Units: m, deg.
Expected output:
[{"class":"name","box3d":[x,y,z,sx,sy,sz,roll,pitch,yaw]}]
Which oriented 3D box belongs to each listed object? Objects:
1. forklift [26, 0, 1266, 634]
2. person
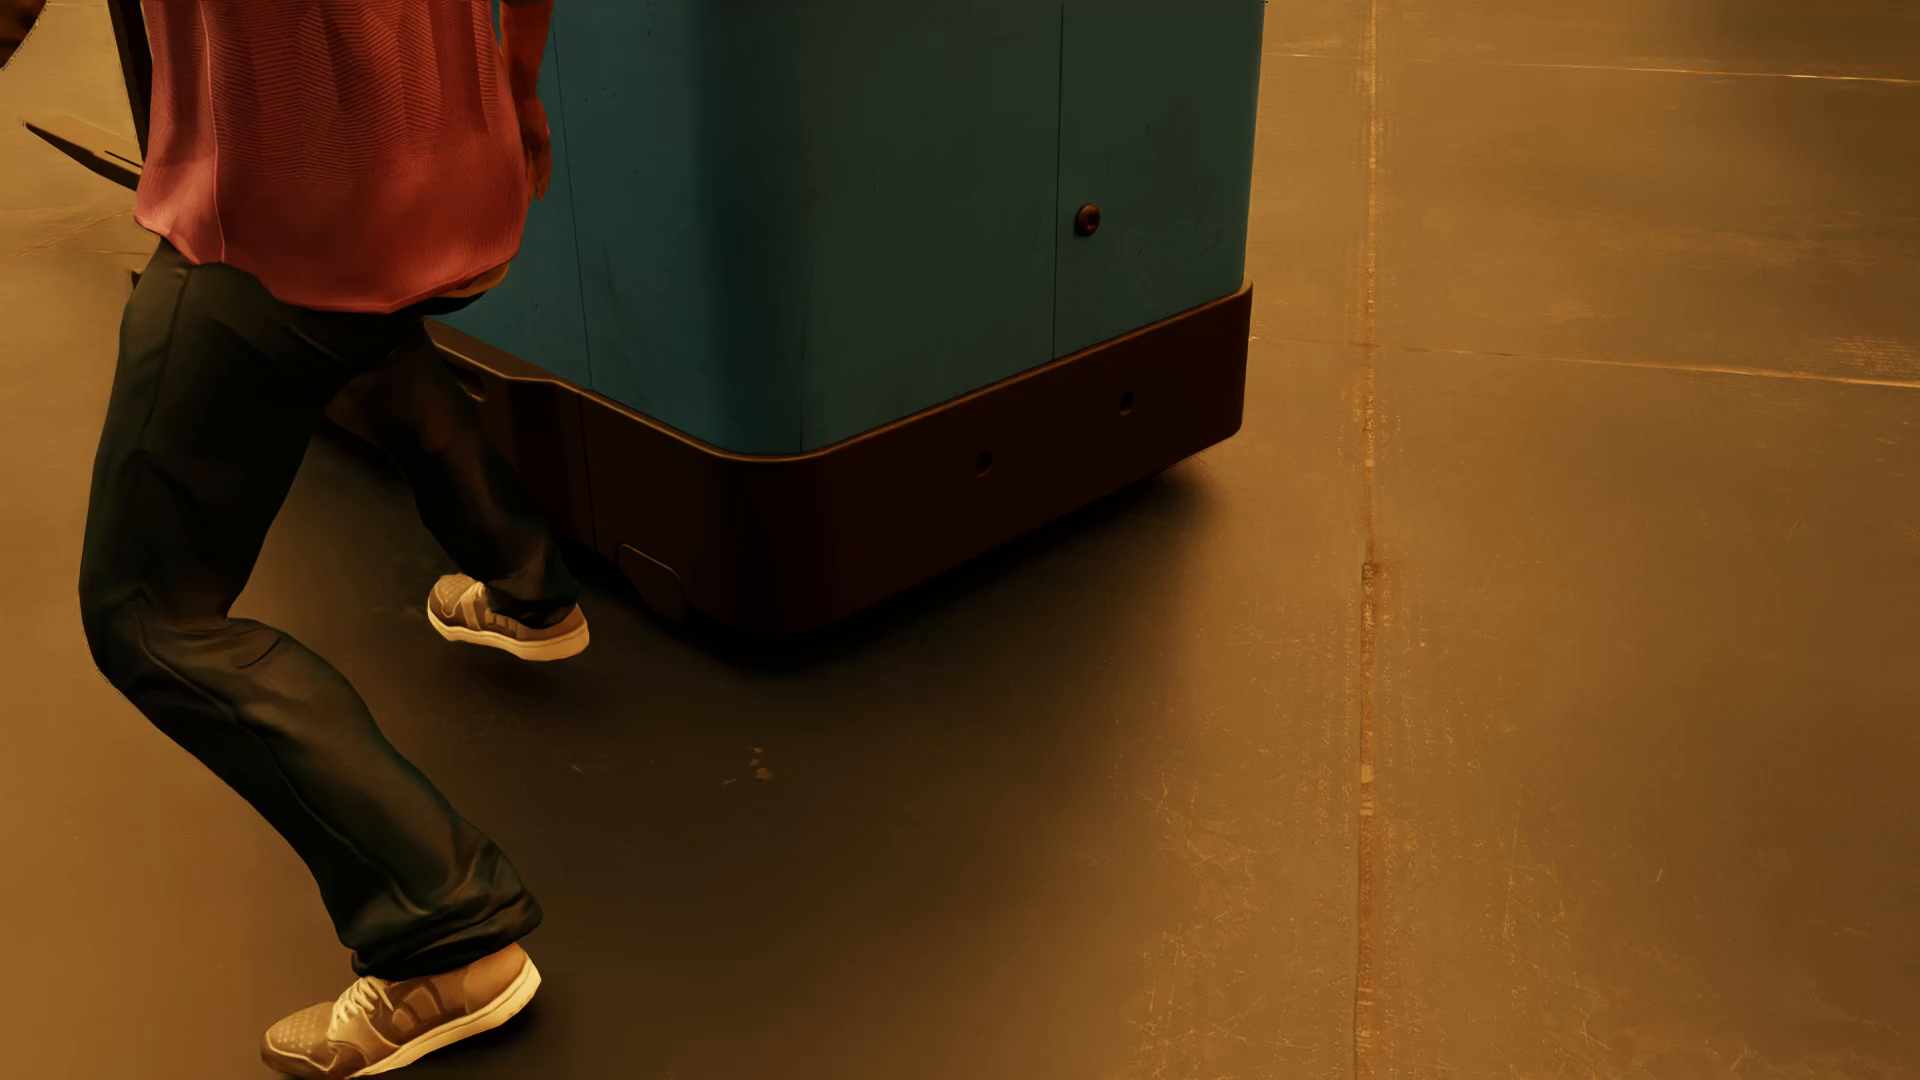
[{"class":"forklift","box3d":[-0.941,-1.752,2.719,3.031,2.935,1.130,24,35,39]},{"class":"person","box3d":[-0.611,-0.303,1.512,0.618,1.492,0.814,13,29,23]}]
